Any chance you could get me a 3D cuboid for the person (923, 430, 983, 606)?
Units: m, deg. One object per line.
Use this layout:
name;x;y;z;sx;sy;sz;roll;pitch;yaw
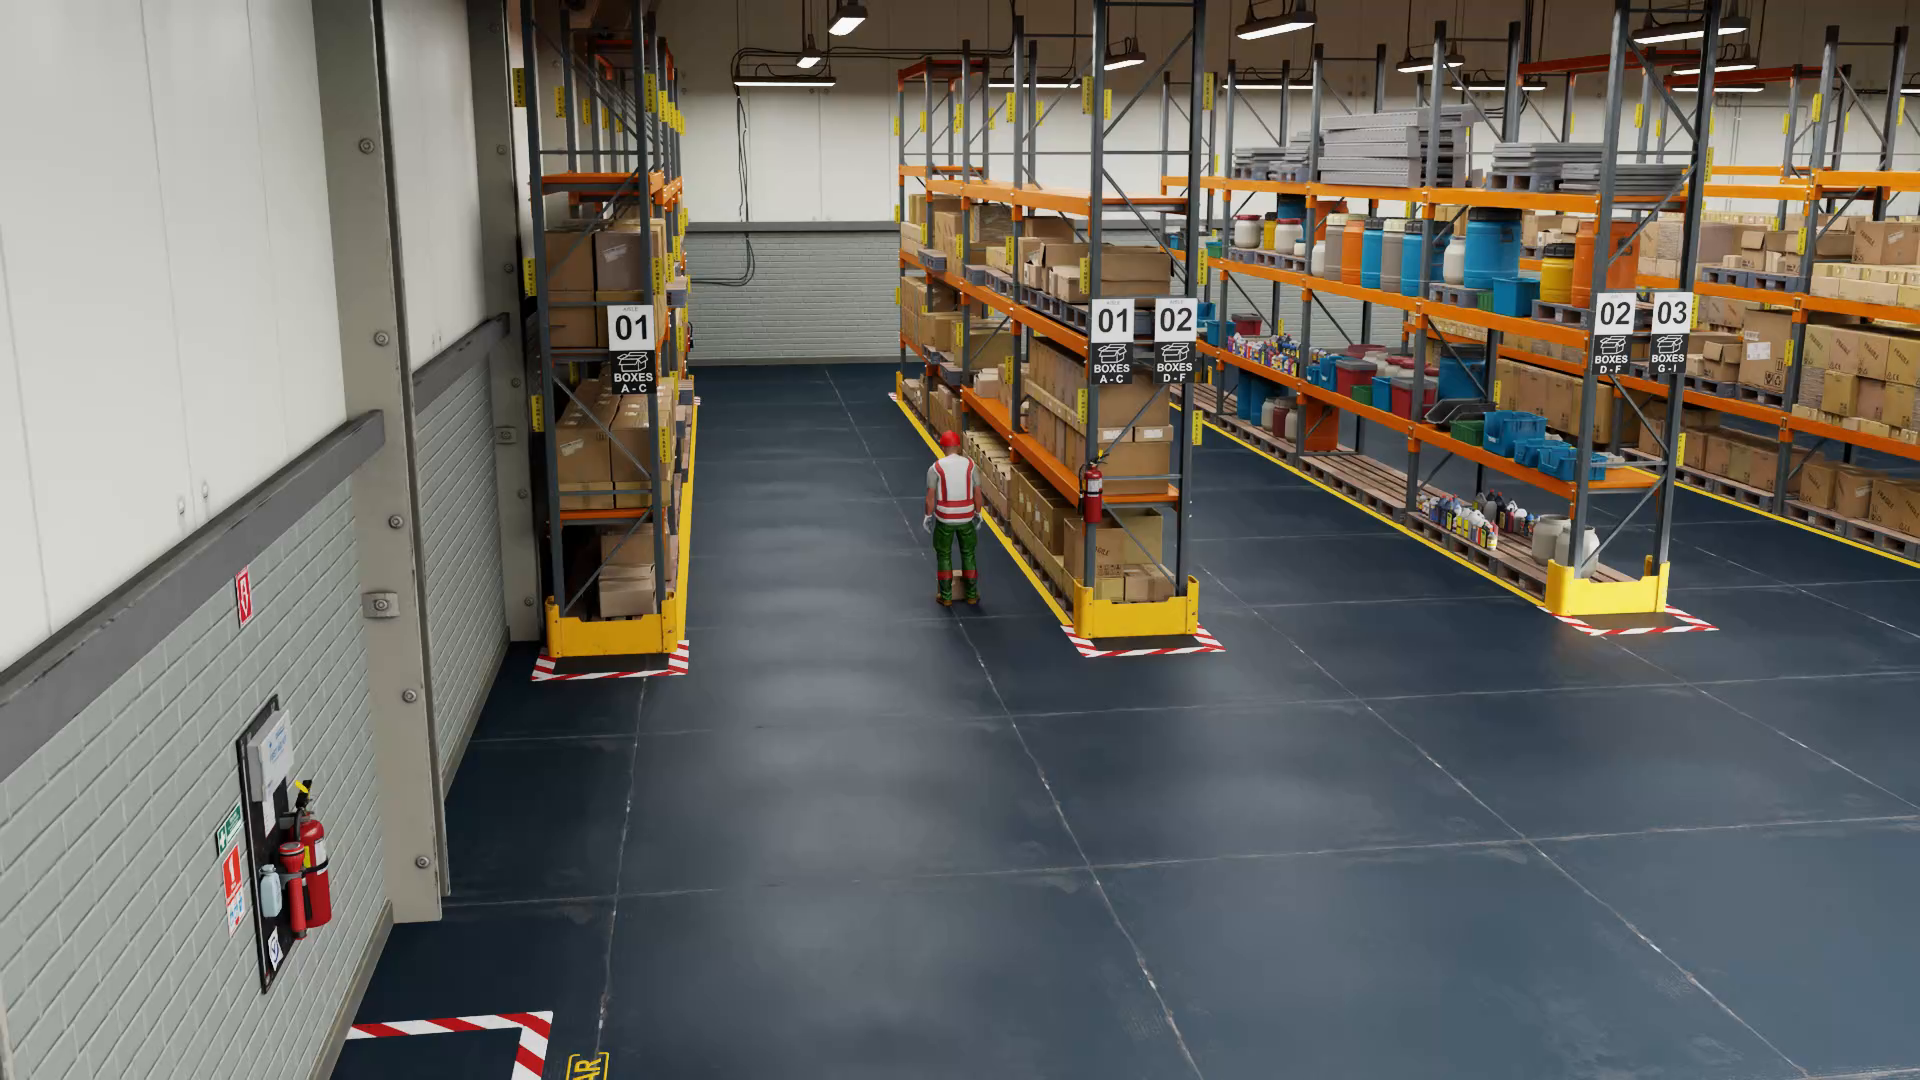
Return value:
person;-0.068;-0.225;16.919;0.622;1.781;0.445;-3;13;-11
